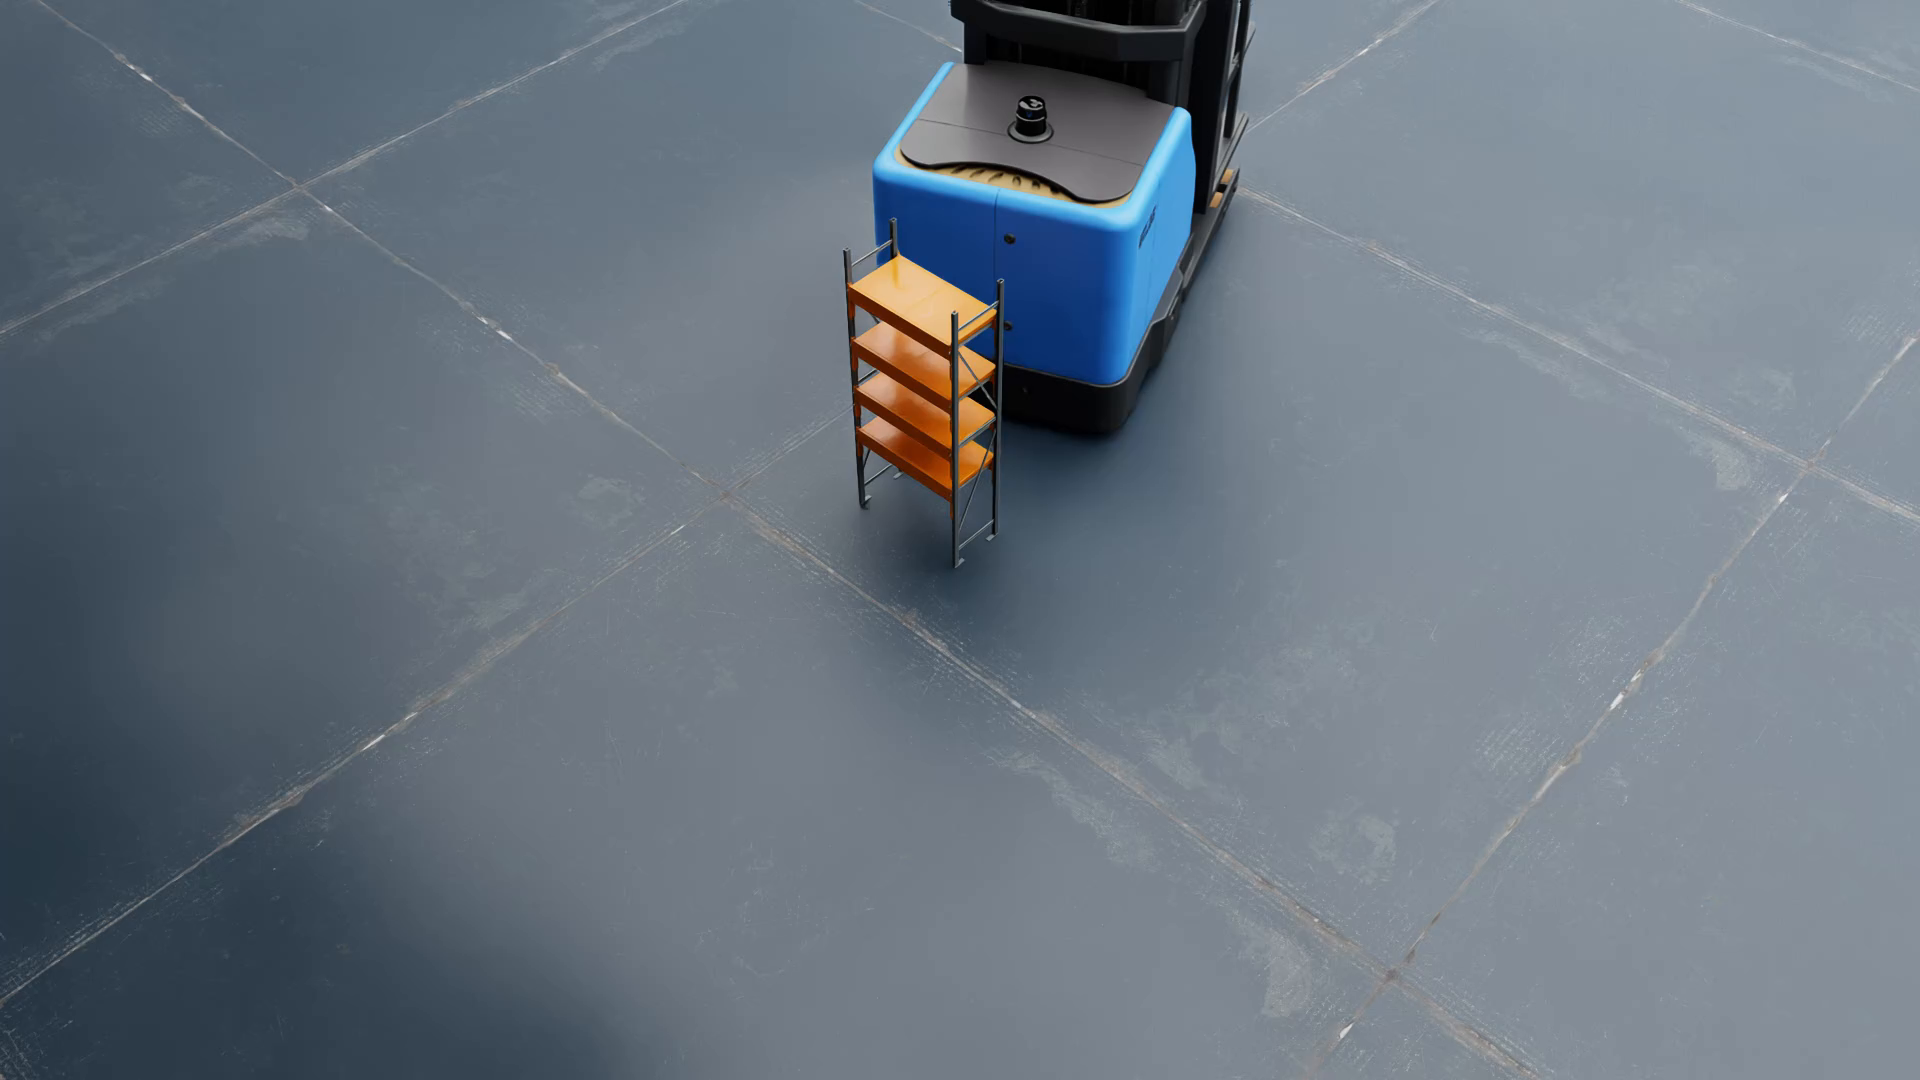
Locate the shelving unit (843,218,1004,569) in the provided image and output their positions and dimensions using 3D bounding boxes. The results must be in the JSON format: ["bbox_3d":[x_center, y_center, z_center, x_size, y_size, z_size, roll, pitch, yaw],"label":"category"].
[{"bbox_3d":[-0.122,-0.493,5.889,0.503,1.200,0.258,34,55,28],"label":"shelving unit"}]

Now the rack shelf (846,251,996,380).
[{"bbox_3d":[-0.122,-0.762,5.603,0.480,0.148,0.258,34,55,28],"label":"rack shelf"}]

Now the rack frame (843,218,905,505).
[{"bbox_3d":[-0.301,-0.613,6.003,0.015,1.200,0.240,34,55,28],"label":"rack frame"}]

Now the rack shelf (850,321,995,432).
[{"bbox_3d":[-0.122,-0.600,5.775,0.480,0.148,0.258,34,55,28],"label":"rack shelf"}]

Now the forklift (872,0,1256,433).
[{"bbox_3d":[0.650,-2.521,6.607,1.130,2.935,3.031,15,49,14],"label":"forklift"}]

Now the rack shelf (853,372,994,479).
[{"bbox_3d":[-0.122,-0.446,5.938,0.480,0.148,0.258,34,55,28],"label":"rack shelf"}]

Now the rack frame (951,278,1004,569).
[{"bbox_3d":[0.058,-0.372,5.776,0.015,1.200,0.240,34,55,28],"label":"rack frame"}]

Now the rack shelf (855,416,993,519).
[{"bbox_3d":[-0.122,-0.311,6.083,0.480,0.148,0.258,34,55,28],"label":"rack shelf"}]
